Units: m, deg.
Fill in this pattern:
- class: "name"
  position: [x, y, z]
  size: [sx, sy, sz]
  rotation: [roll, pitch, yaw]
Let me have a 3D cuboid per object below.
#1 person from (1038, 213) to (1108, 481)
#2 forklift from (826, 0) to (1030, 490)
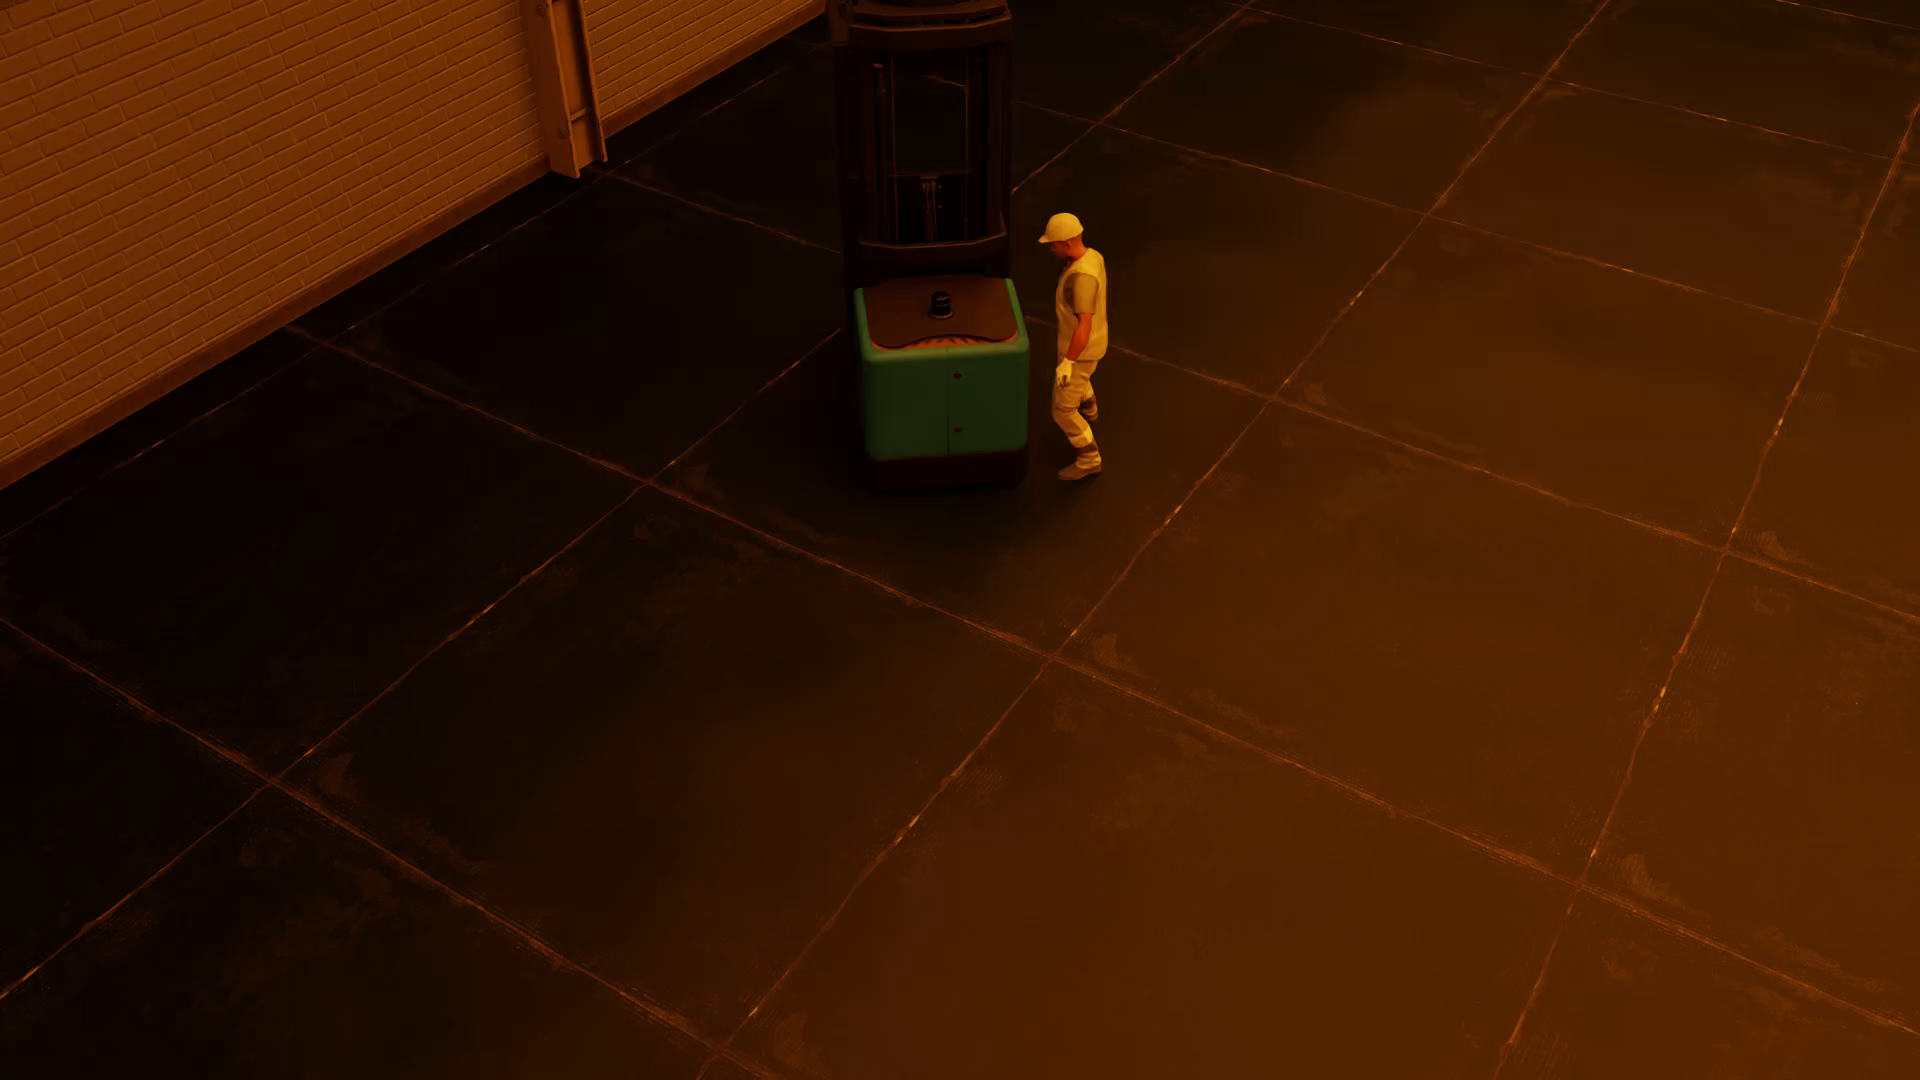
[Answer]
- class: "person"
  position: [0.699, -1.240, 10.381]
  size: [0.472, 1.723, 1.059]
  rotation: [4, 40, 5]
- class: "forklift"
  position: [-0.251, -2.382, 10.777]
  size: [1.130, 2.935, 3.031]
  rotation: [-4, 40, -5]
